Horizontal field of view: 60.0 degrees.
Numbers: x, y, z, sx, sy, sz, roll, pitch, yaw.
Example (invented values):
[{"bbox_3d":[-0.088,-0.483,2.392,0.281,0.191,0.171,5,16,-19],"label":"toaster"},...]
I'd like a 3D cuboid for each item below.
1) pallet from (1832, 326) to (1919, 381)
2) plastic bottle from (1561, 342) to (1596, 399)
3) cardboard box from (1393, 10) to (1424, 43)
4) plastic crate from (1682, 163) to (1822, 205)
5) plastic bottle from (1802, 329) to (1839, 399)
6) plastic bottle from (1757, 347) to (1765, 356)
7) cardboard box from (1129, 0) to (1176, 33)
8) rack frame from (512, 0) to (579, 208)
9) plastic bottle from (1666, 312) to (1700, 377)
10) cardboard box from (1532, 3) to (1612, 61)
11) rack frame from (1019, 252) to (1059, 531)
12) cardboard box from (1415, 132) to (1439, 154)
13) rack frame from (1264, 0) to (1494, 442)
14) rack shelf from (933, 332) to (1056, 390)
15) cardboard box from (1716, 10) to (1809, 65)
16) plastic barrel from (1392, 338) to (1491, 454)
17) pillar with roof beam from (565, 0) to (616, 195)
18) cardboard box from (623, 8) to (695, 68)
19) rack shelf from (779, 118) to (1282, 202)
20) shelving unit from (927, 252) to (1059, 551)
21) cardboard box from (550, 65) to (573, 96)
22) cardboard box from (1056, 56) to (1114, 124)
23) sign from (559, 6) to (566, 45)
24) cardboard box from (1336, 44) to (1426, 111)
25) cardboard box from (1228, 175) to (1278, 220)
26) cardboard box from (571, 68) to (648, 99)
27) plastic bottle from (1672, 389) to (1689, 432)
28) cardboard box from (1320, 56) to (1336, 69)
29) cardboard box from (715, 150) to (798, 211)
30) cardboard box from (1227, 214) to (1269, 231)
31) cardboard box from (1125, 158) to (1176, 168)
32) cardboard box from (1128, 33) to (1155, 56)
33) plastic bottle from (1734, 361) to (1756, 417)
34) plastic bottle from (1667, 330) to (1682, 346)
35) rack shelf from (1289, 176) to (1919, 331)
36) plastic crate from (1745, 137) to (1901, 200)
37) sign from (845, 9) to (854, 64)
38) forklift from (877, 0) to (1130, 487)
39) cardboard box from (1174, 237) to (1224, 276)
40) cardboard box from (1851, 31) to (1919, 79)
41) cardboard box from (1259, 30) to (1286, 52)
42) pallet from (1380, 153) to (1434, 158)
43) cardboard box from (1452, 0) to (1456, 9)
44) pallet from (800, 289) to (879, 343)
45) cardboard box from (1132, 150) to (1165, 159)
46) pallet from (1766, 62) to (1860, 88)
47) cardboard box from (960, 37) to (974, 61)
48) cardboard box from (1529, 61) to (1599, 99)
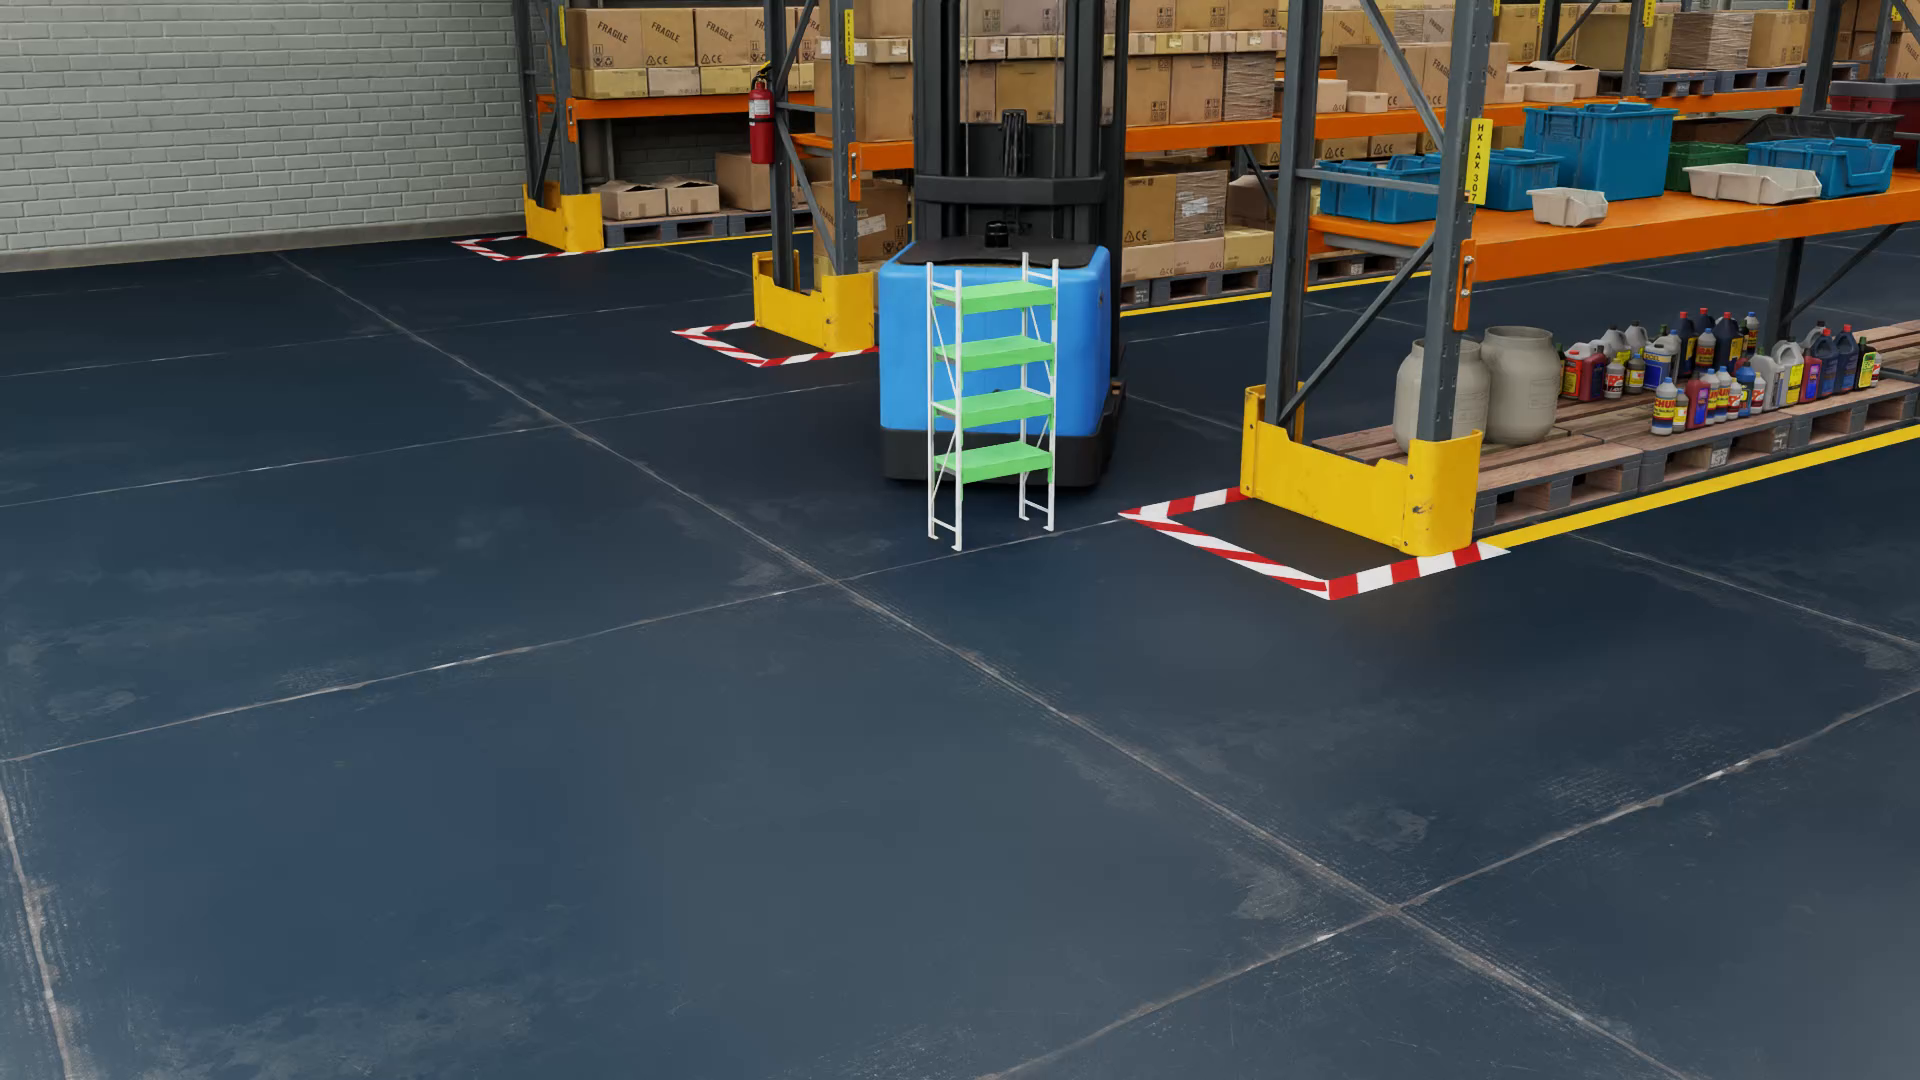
[{"bbox_3d":[5.709,-1.034,9.973,1.213,0.211,1.003,-12,22,-31],"label":"pallet"},{"bbox_3d":[3.252,-0.898,8.782,0.135,0.276,0.152,-12,22,-31],"label":"plastic bottle"},{"bbox_3d":[5.216,-6.136,20.058,0.500,0.500,0.500,-12,22,-31],"label":"cardboard box"},{"bbox_3d":[3.858,-1.727,8.083,0.437,0.136,0.530,-12,22,-31],"label":"plastic crate"},{"bbox_3d":[4.535,-0.935,8.777,0.185,0.351,0.144,-13,23,-34],"label":"plastic bottle"},{"bbox_3d":[4.188,-0.869,8.687,0.133,0.283,0.061,-12,22,-31],"label":"plastic bottle"},{"bbox_3d":[1.147,-3.936,12.023,0.500,0.500,0.700,-12,22,-31],"label":"cardboard box"},{"bbox_3d":[-3.715,-4.152,14.841,0.127,3.000,1.000,-12,22,-31],"label":"rack frame"},{"bbox_3d":[4.015,-1.095,9.250,0.185,0.351,0.144,-13,23,-34],"label":"plastic bottle"},{"bbox_3d":[7.984,-6.756,22.078,0.700,0.700,0.980,-13,23,-34],"label":"cardboard box"},{"bbox_3d":[0.342,-0.641,7.266,0.015,1.200,0.240,-12,22,-31],"label":"rack frame"},{"bbox_3d":[5.836,-5.297,20.929,0.750,0.750,0.750,-12,22,-31],"label":"cardboard box"},{"bbox_3d":[1.734,-1.502,7.003,0.127,3.000,1.000,-12,22,-31],"label":"rack frame"},{"bbox_3d":[0.138,-0.764,7.082,0.480,0.148,0.258,-12,22,-31],"label":"rack shelf"},{"bbox_3d":[7.977,-5.025,16.614,0.500,0.500,0.700,-8,20,-23],"label":"cardboard box"},{"bbox_3d":[2.242,-0.658,7.737,0.421,0.512,0.421,0,19,0],"label":"plastic barrel"},{"bbox_3d":[-1.238,-6.197,11.523,0.400,9.000,9.100,-12,22,-31],"label":"pillar with roof beam"},{"bbox_3d":[-2.732,-4.533,15.002,0.500,0.500,0.500,-12,22,-31],"label":"cardboard box"},{"bbox_3d":[0.683,-2.839,12.081,4.000,0.370,1.077,-12,22,-31],"label":"rack shelf"},{"bbox_3d":[0.138,-0.598,7.139,0.503,1.200,0.258,-12,22,-31],"label":"shelving unit"},{"bbox_3d":[-3.431,-4.224,15.259,0.500,0.250,0.500,-12,22,-31],"label":"cardboard box"},{"bbox_3d":[0.701,-3.227,11.950,0.500,0.500,0.700,-11,22,-30],"label":"cardboard box"},{"bbox_3d":[-3.416,-4.417,14.273,0.005,0.325,0.100,-12,22,-31],"label":"sign"},{"bbox_3d":[3.444,-3.803,13.654,0.500,0.500,0.500,-10,21,-28],"label":"cardboard box"},{"bbox_3d":[2.534,-2.842,13.729,0.500,0.311,0.500,-12,22,-31],"label":"cardboard box"},{"bbox_3d":[-3.132,-4.091,14.865,0.500,0.250,0.500,-13,22,-33],"label":"cardboard box"},{"bbox_3d":[3.506,-0.639,8.133,0.097,0.201,0.097,0,19,0],"label":"plastic bottle"},{"bbox_3d":[4.207,-5.639,19.601,0.250,0.149,0.380,-11,22,-30],"label":"cardboard box"},{"bbox_3d":[-1.971,-3.490,16.100,0.500,0.500,0.700,-14,23,-35],"label":"cardboard box"},{"bbox_3d":[2.541,-2.579,13.826,0.500,0.250,0.500,-12,22,-32],"label":"cardboard box"},{"bbox_3d":[1.381,-2.695,13.000,0.500,0.500,0.500,-12,22,-31],"label":"cardboard box"},{"bbox_3d":[1.183,-3.558,11.916,0.250,0.149,0.380,-11,22,-30],"label":"cardboard box"},{"bbox_3d":[3.959,-0.767,8.404,0.097,0.271,0.097,0,19,0],"label":"plastic bottle"},{"bbox_3d":[3.912,-1.022,9.157,0.097,0.271,0.097,0,19,0],"label":"plastic bottle"},{"bbox_3d":[3.404,-1.513,8.160,4.000,0.370,1.077,-12,22,-31],"label":"rack shelf"},{"bbox_3d":[4.300,-1.868,8.319,0.616,0.251,0.499,-12,22,-31],"label":"plastic crate"},{"bbox_3d":[-0.687,-3.125,10.330,0.005,0.325,0.100,-12,22,-31],"label":"sign"},{"bbox_3d":[0.342,-2.067,8.784,1.130,2.935,3.031,3,19,8],"label":"forklift"},{"bbox_3d":[1.664,-2.203,12.714,0.500,0.250,0.500,-12,22,-31],"label":"cardboard box"},{"bbox_3d":[9.611,-5.005,17.210,0.500,0.500,0.500,-11,22,-30],"label":"cardboard box"},{"bbox_3d":[2.244,-3.781,12.577,0.250,0.149,0.380,-12,22,-31],"label":"cardboard box"},{"bbox_3d":[5.704,-4.788,21.078,1.213,0.211,1.003,-12,22,-31],"label":"pallet"},{"bbox_3d":[6.058,-6.668,20.461,0.500,0.250,0.500,-11,22,-30],"label":"cardboard box"},{"bbox_3d":[-0.371,-1.652,11.802,1.213,0.211,1.003,-12,22,-31],"label":"pallet"},{"bbox_3d":[1.900,-4.385,18.746,0.500,0.500,0.700,-12,22,-31],"label":"cardboard box"},{"bbox_3d":[8.308,-4.738,16.877,1.213,0.211,1.003,-12,22,-31],"label":"pallet"},{"bbox_3d":[-0.113,-3.284,11.107,0.250,0.149,0.380,-12,22,-31],"label":"cardboard box"},{"bbox_3d":[5.367,-4.142,14.951,0.500,0.311,0.500,-10,21,-28],"label":"cardboard box"}]
